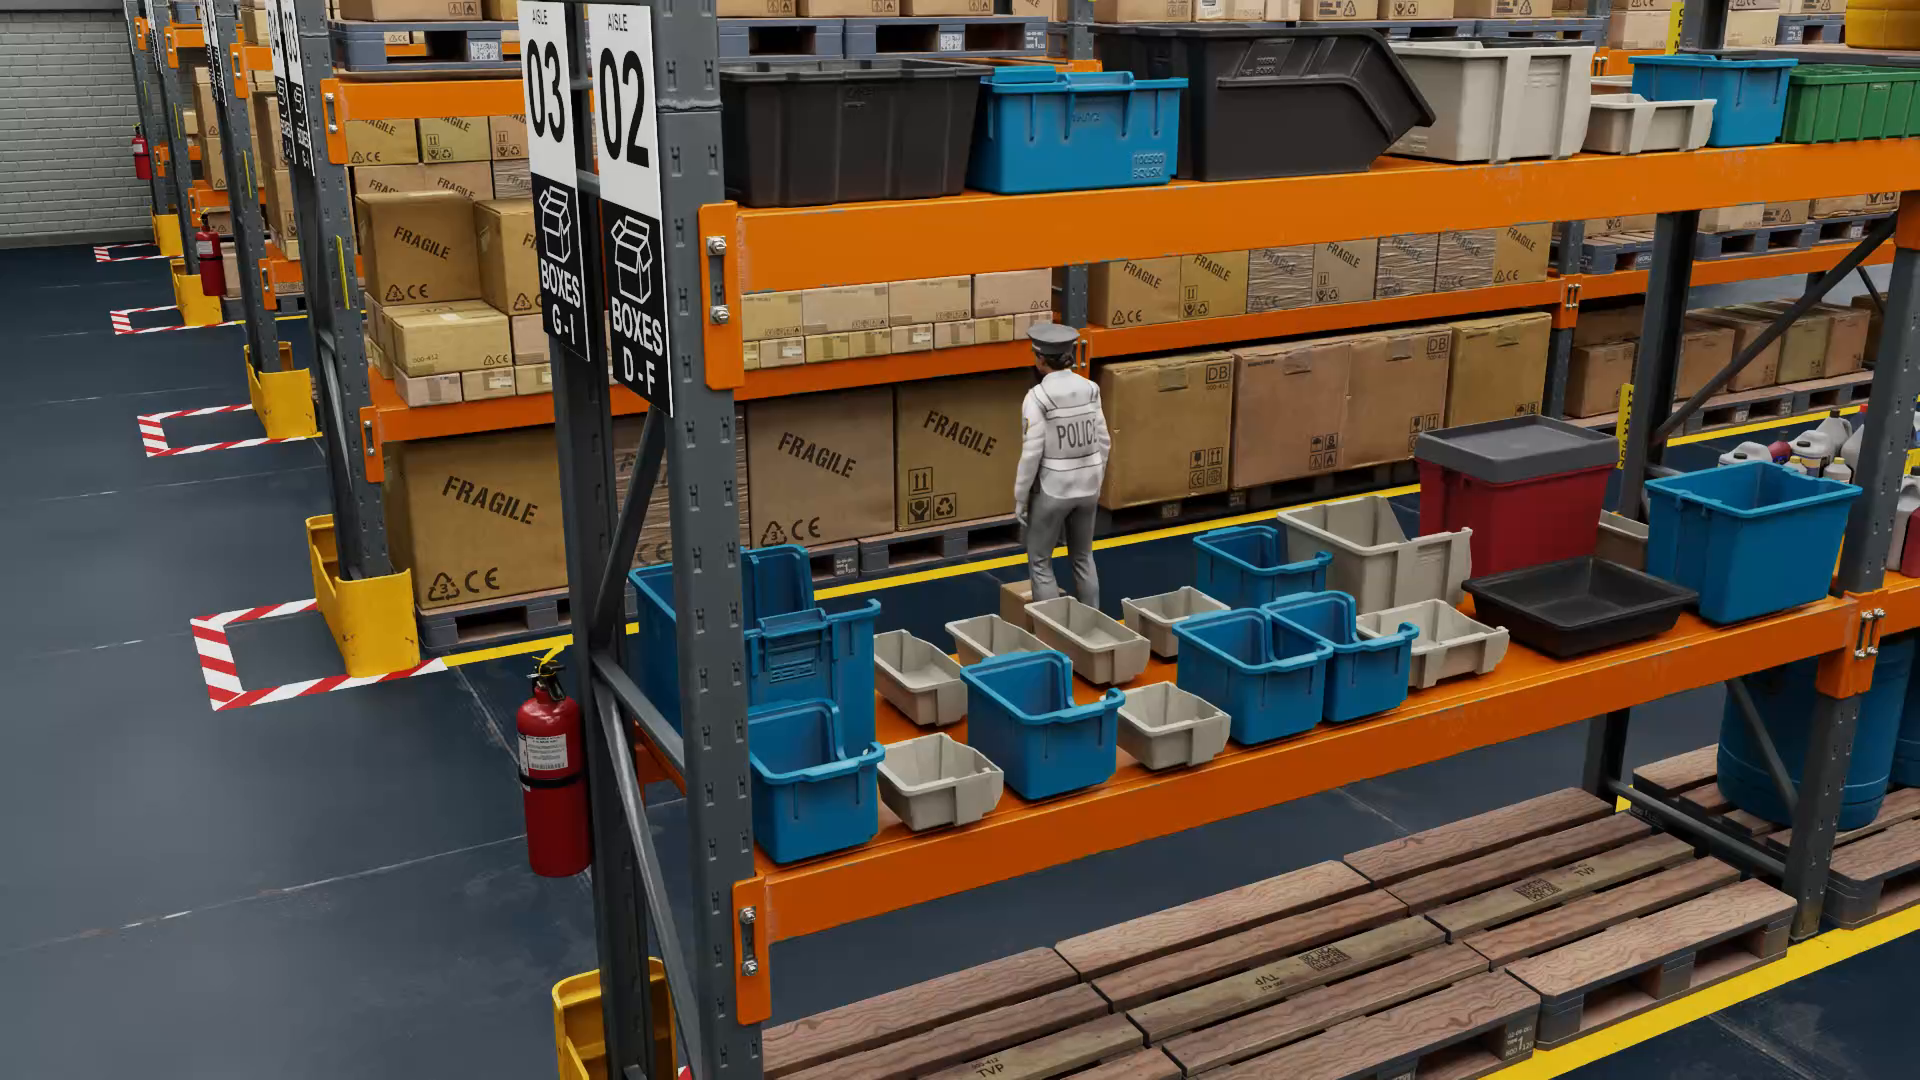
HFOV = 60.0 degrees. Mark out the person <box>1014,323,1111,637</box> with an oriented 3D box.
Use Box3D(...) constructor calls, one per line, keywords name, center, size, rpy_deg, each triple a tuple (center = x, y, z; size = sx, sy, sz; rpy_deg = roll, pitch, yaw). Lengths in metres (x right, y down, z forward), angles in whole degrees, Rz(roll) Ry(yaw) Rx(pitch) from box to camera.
Box3D(name="person", center=(0.498, -0.233, 8.248), size=(0.539, 1.662, 0.374), rpy_deg=(-11, 22, -30))
